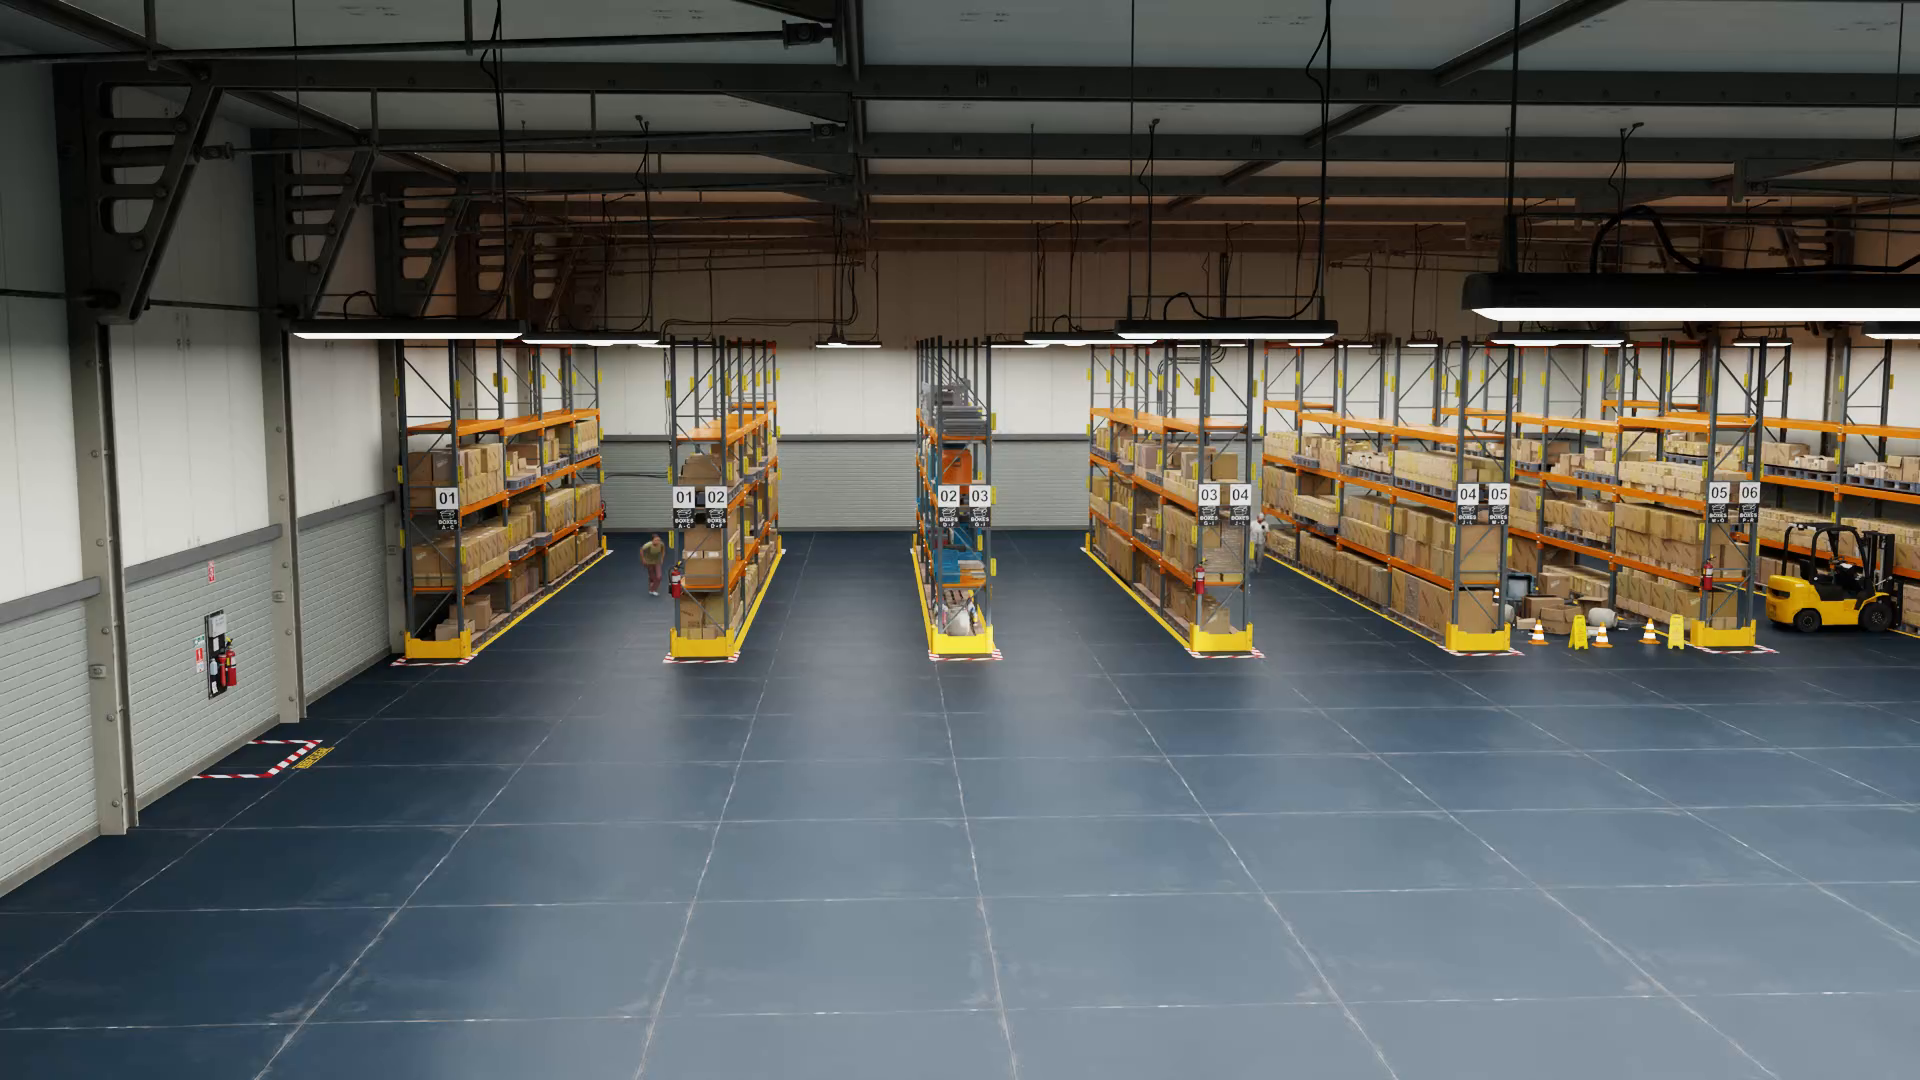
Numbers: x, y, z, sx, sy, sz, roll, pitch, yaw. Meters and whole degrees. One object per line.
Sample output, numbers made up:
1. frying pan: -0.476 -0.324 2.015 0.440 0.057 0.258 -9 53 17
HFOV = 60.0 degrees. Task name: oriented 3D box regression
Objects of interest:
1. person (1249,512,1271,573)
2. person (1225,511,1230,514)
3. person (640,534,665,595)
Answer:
1. person: 7.685 0.063 42.767 0.602 1.594 0.731 1 7 12
2. person: 7.528 -0.458 46.920 0.709 1.732 0.623 0 6 1
3. person: -7.241 0.560 39.121 0.597 1.484 0.869 -3 7 -23
